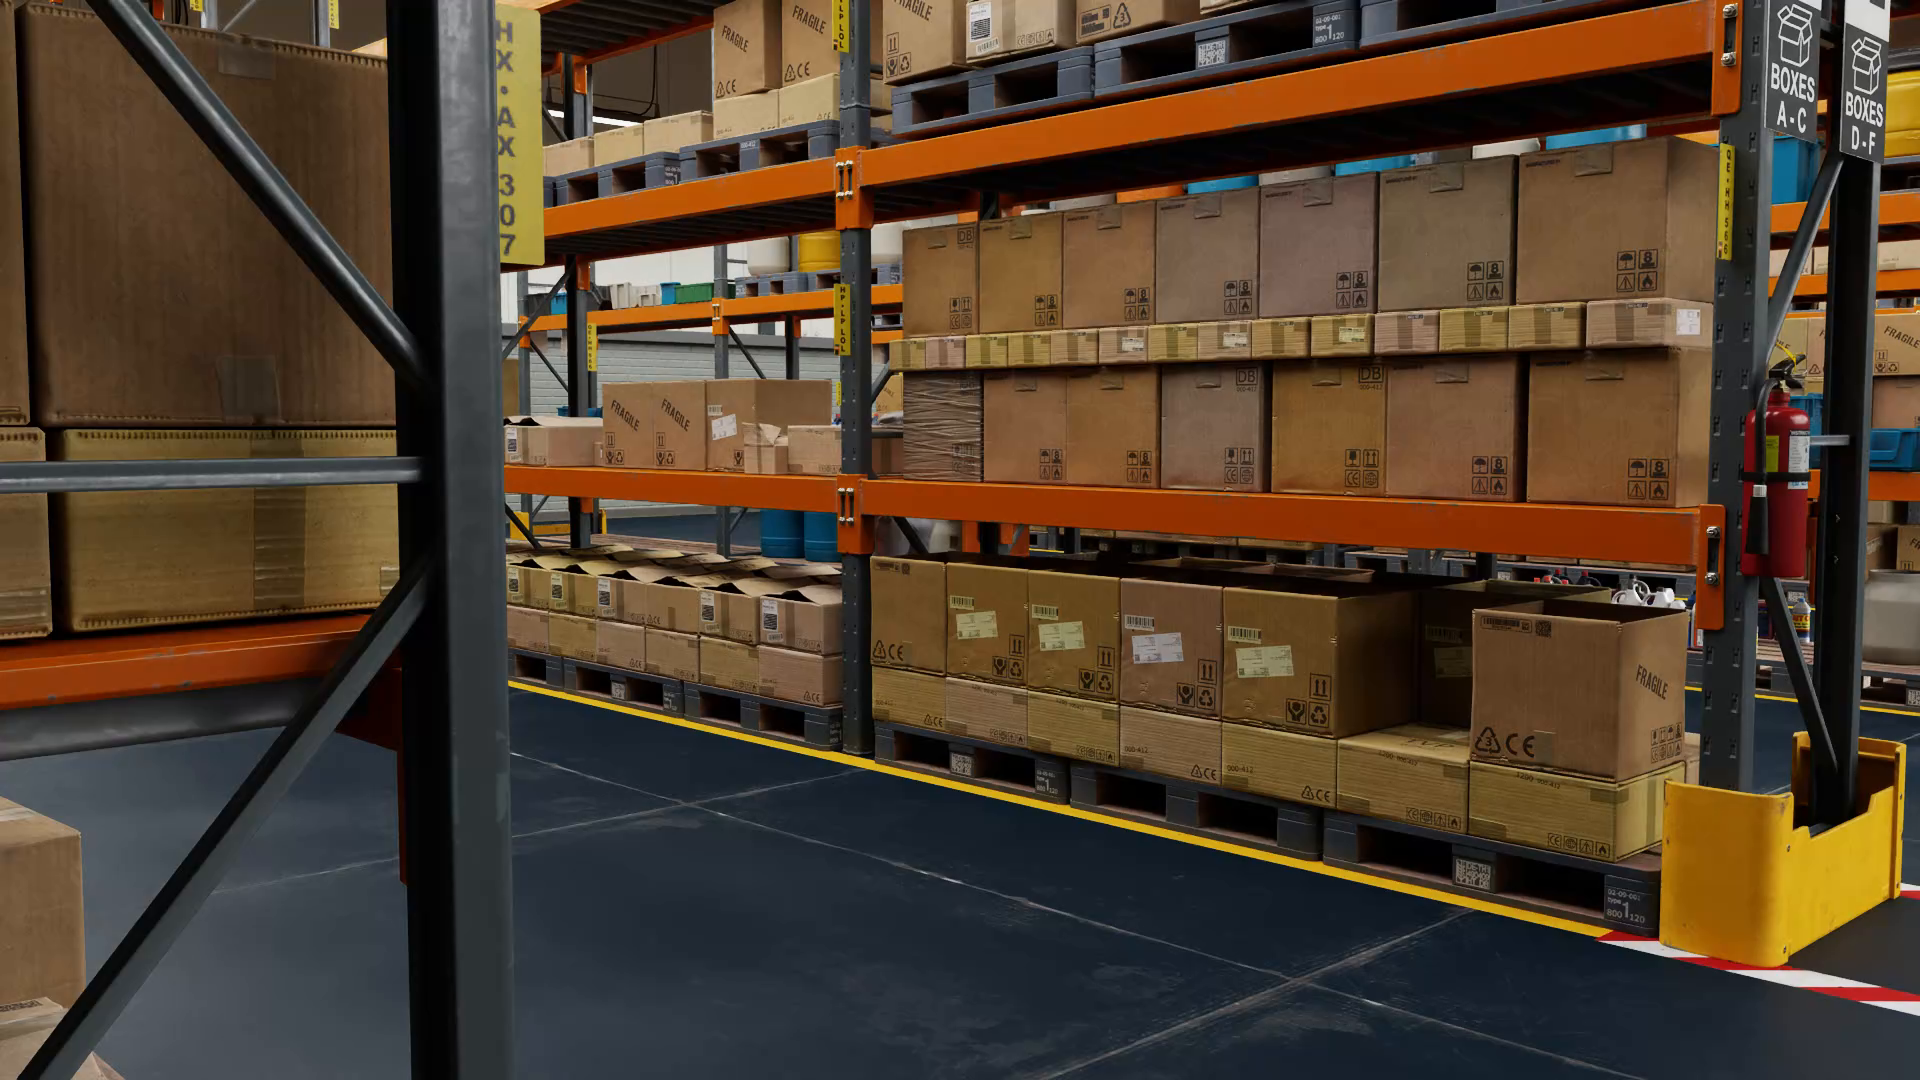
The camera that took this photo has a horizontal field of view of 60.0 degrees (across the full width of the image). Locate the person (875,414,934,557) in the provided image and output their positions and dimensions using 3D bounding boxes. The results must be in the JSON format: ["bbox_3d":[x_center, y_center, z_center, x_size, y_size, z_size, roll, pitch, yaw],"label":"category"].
[{"bbox_3d":[-0.423,-0.115,12.375,0.450,1.636,0.410,-4,5,-42],"label":"person"}]
